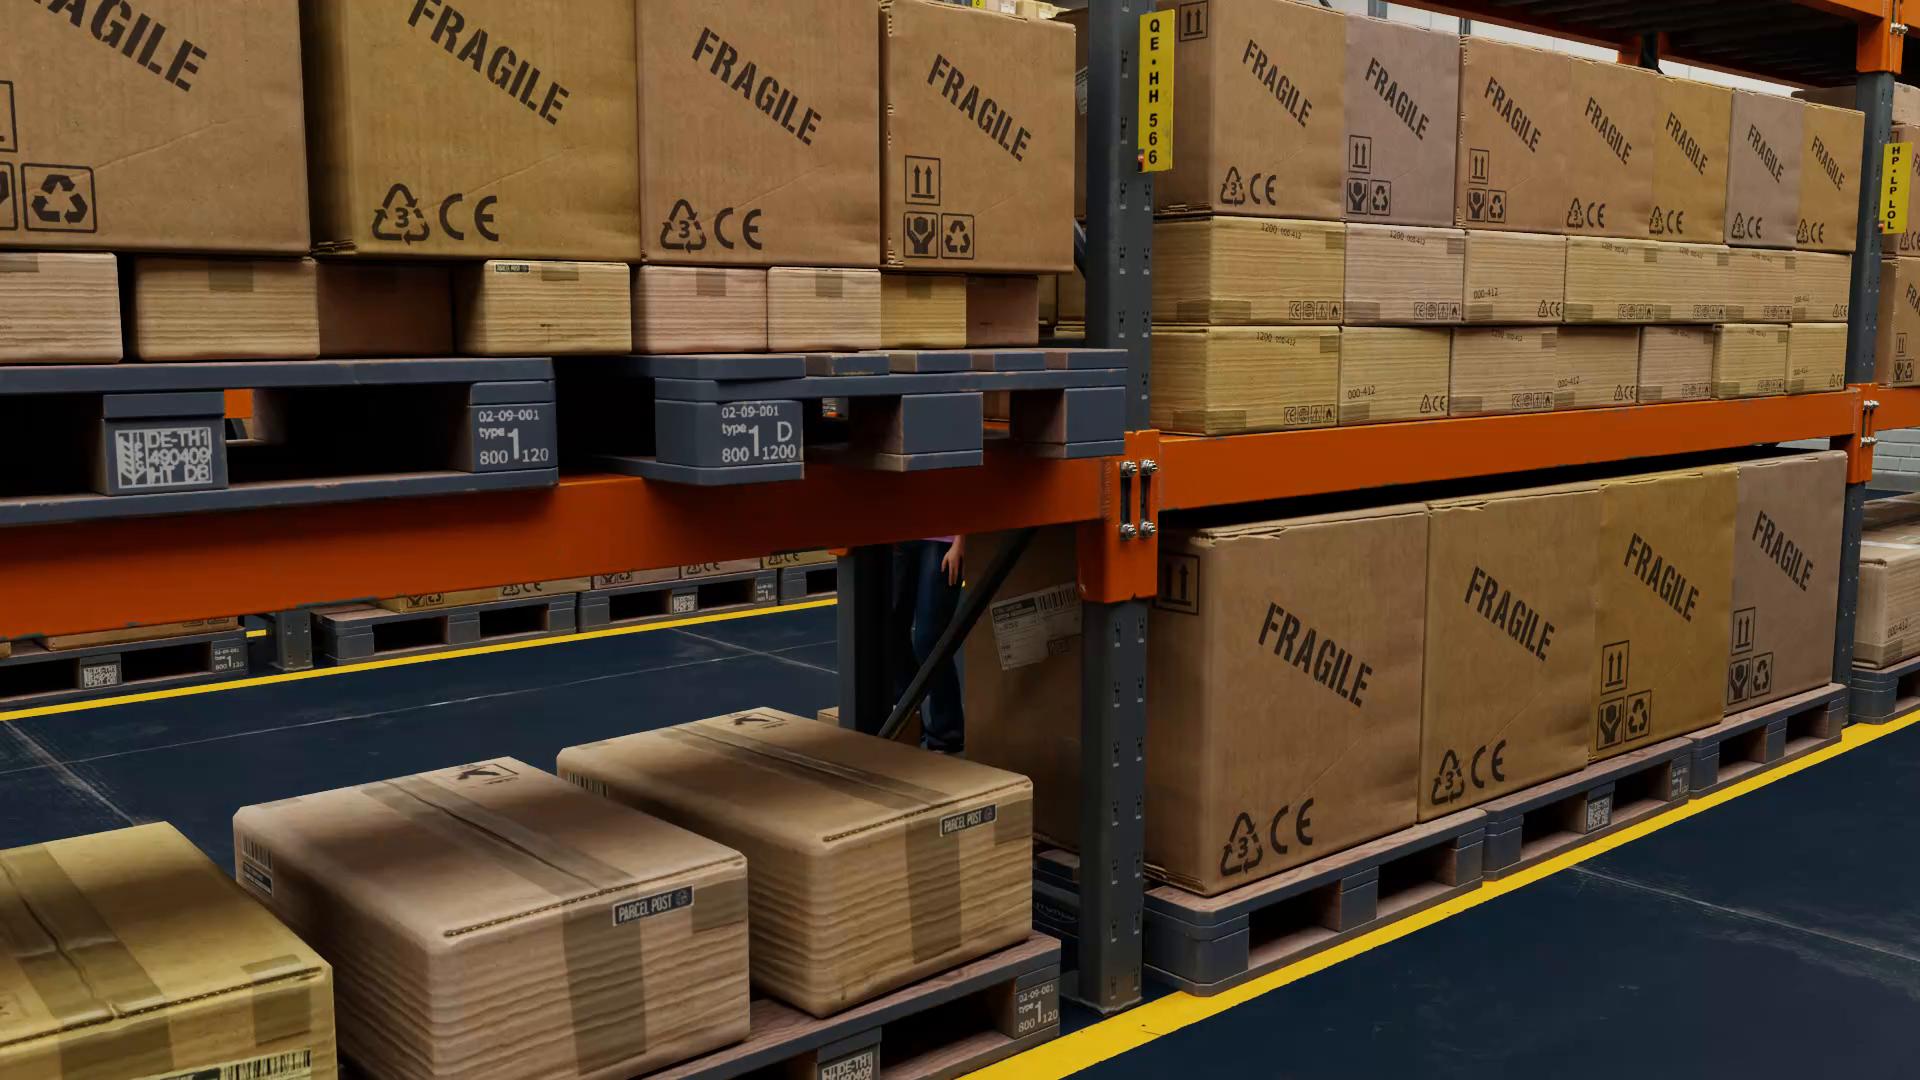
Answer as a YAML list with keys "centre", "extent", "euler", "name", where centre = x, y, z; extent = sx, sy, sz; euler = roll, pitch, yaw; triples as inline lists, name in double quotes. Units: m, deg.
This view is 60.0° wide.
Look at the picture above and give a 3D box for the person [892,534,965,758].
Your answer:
- centre: [-0.136, 0.017, 5.715]
  extent: [0.346, 1.591, 0.476]
  euler: [-7, 11, -44]
  name: "person"
